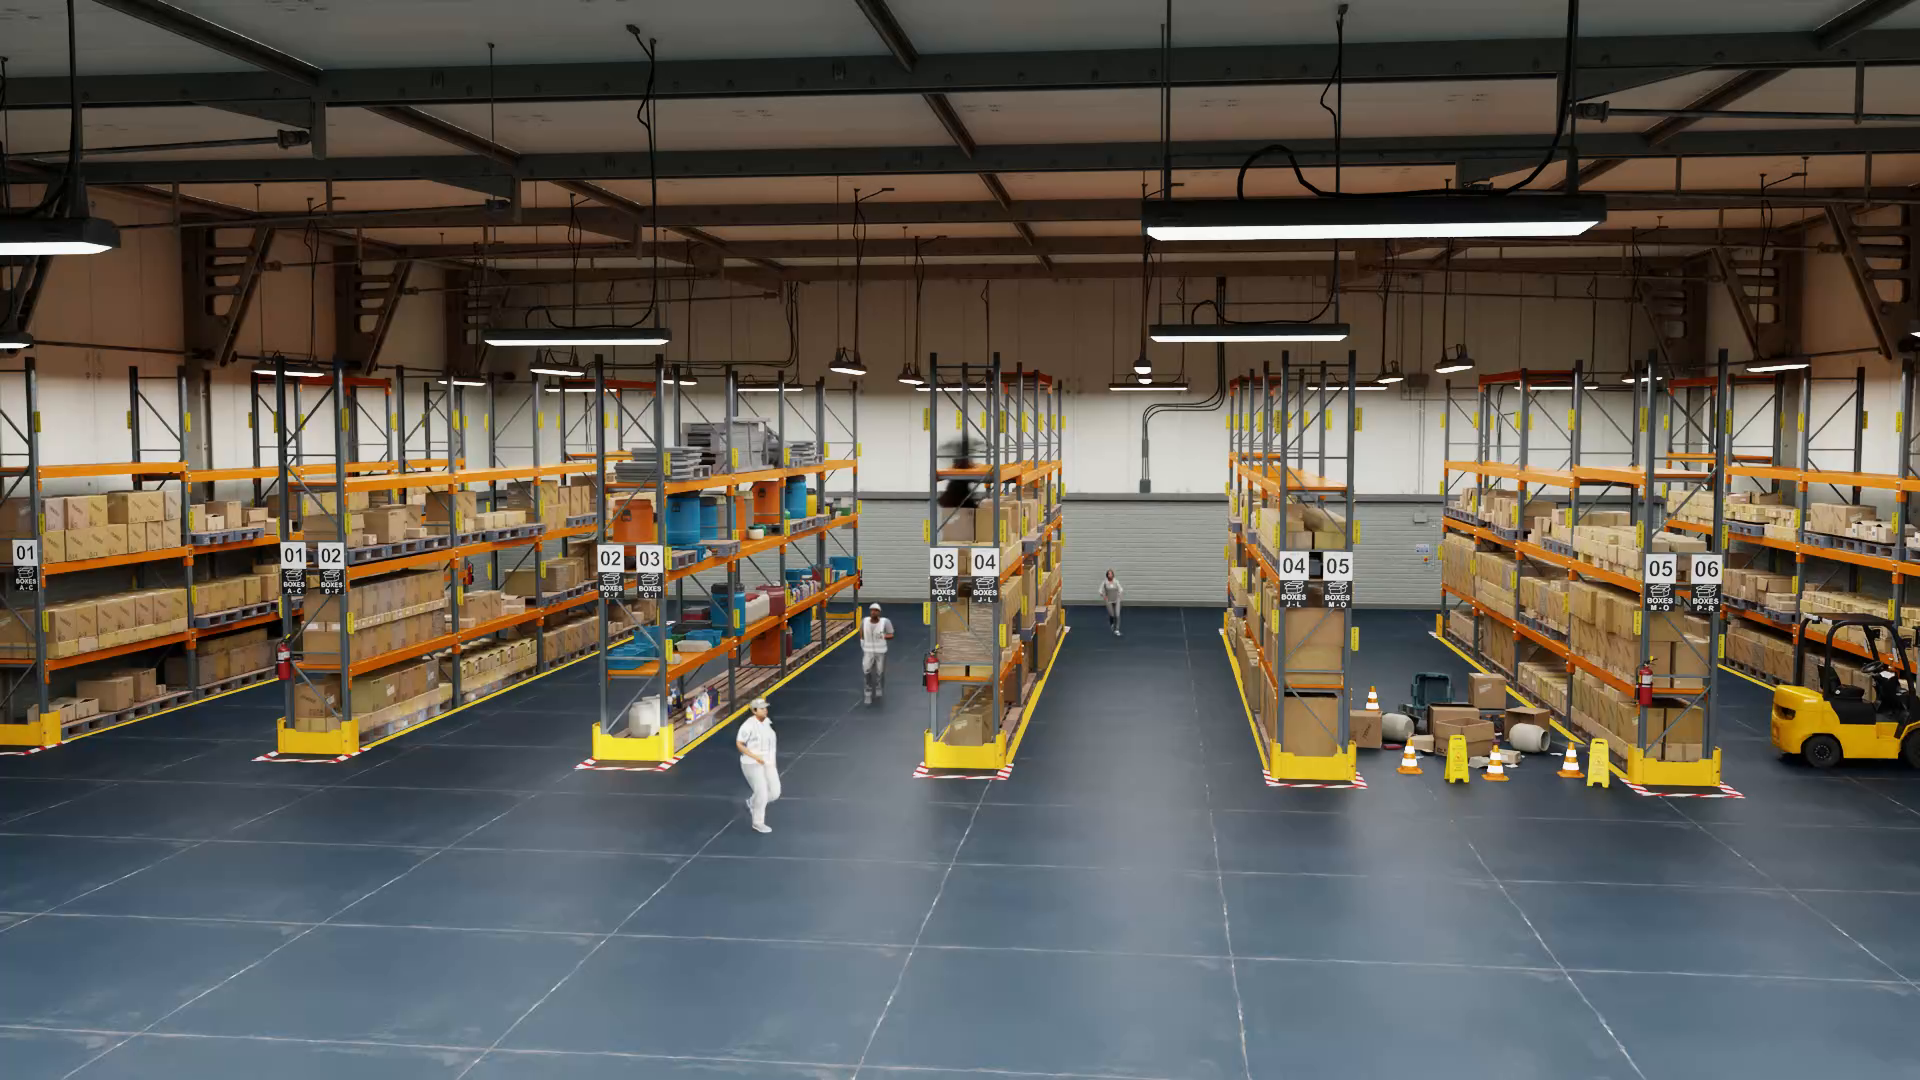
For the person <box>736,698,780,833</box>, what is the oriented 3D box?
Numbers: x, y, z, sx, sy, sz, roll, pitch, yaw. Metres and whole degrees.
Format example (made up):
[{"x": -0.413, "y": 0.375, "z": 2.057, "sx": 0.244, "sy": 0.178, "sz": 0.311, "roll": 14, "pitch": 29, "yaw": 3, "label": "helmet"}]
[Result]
[{"x": -2.502, "y": 2.752, "z": 20.422, "sx": 0.551, "sy": 1.639, "sz": 0.613, "roll": 3, "pitch": 5, "yaw": 38, "label": "person"}]

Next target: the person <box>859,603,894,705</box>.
[{"x": -1.493, "y": 2.029, "z": 29.723, "sx": 0.657, "sy": 1.822, "sz": 0.803, "roll": 0, "pitch": 4, "yaw": 3, "label": "person"}]

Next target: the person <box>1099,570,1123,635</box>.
[{"x": 3.561, "y": 1.471, "z": 39.111, "sx": 0.554, "sy": 1.546, "sz": 0.571, "roll": -1, "pitch": 4, "yaw": -8, "label": "person"}]
